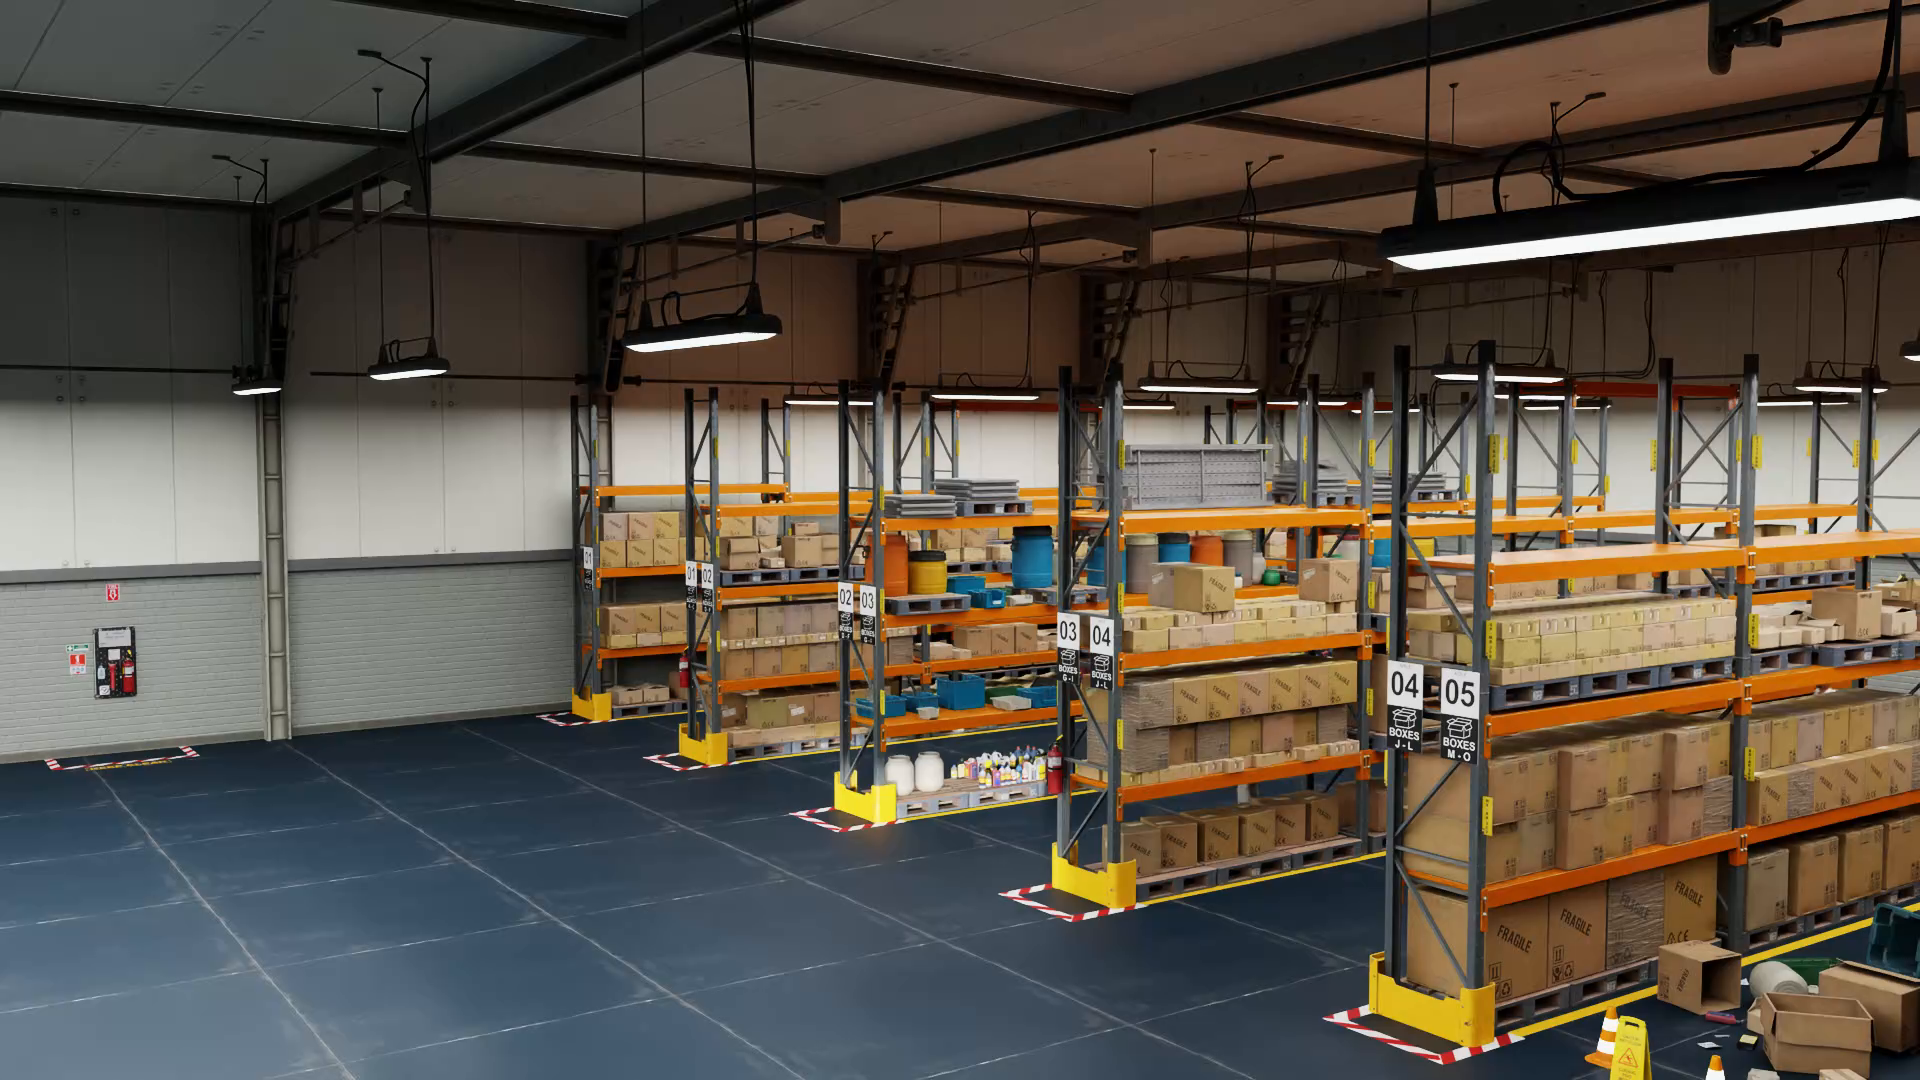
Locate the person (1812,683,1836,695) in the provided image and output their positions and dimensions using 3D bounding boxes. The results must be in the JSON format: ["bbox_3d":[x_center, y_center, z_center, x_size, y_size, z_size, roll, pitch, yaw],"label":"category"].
[{"bbox_3d":[12.870,2.816,24.733,0.762,1.784,0.574,-3,5,-41],"label":"person"}]

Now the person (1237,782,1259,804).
[{"bbox_3d":[3.834,2.980,22.277,0.364,1.677,0.477,3,4,38],"label":"person"}]
